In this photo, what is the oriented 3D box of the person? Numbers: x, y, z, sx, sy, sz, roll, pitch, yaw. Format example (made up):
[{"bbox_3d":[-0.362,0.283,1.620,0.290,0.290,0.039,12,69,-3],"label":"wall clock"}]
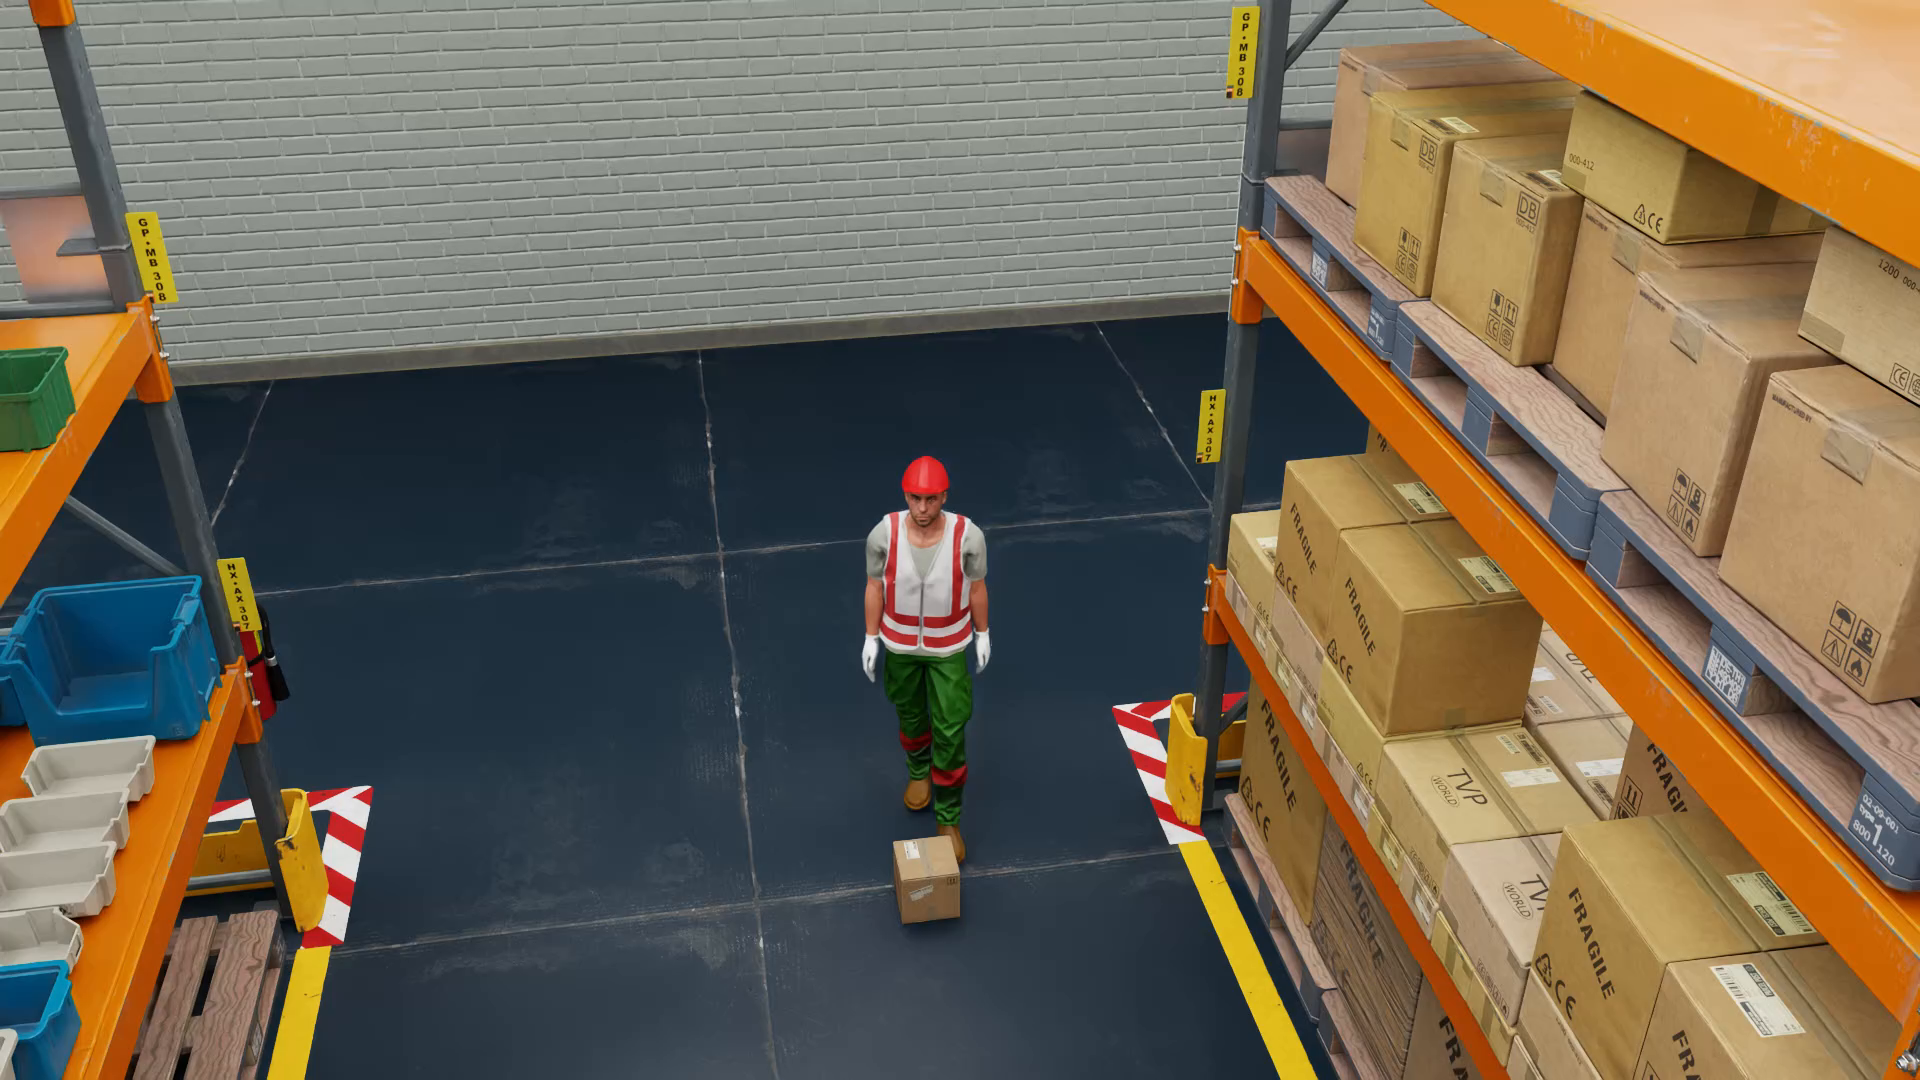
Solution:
[{"bbox_3d":[-0.165,0.514,7.211,0.555,1.780,0.664,4,31,6],"label":"person"}]
